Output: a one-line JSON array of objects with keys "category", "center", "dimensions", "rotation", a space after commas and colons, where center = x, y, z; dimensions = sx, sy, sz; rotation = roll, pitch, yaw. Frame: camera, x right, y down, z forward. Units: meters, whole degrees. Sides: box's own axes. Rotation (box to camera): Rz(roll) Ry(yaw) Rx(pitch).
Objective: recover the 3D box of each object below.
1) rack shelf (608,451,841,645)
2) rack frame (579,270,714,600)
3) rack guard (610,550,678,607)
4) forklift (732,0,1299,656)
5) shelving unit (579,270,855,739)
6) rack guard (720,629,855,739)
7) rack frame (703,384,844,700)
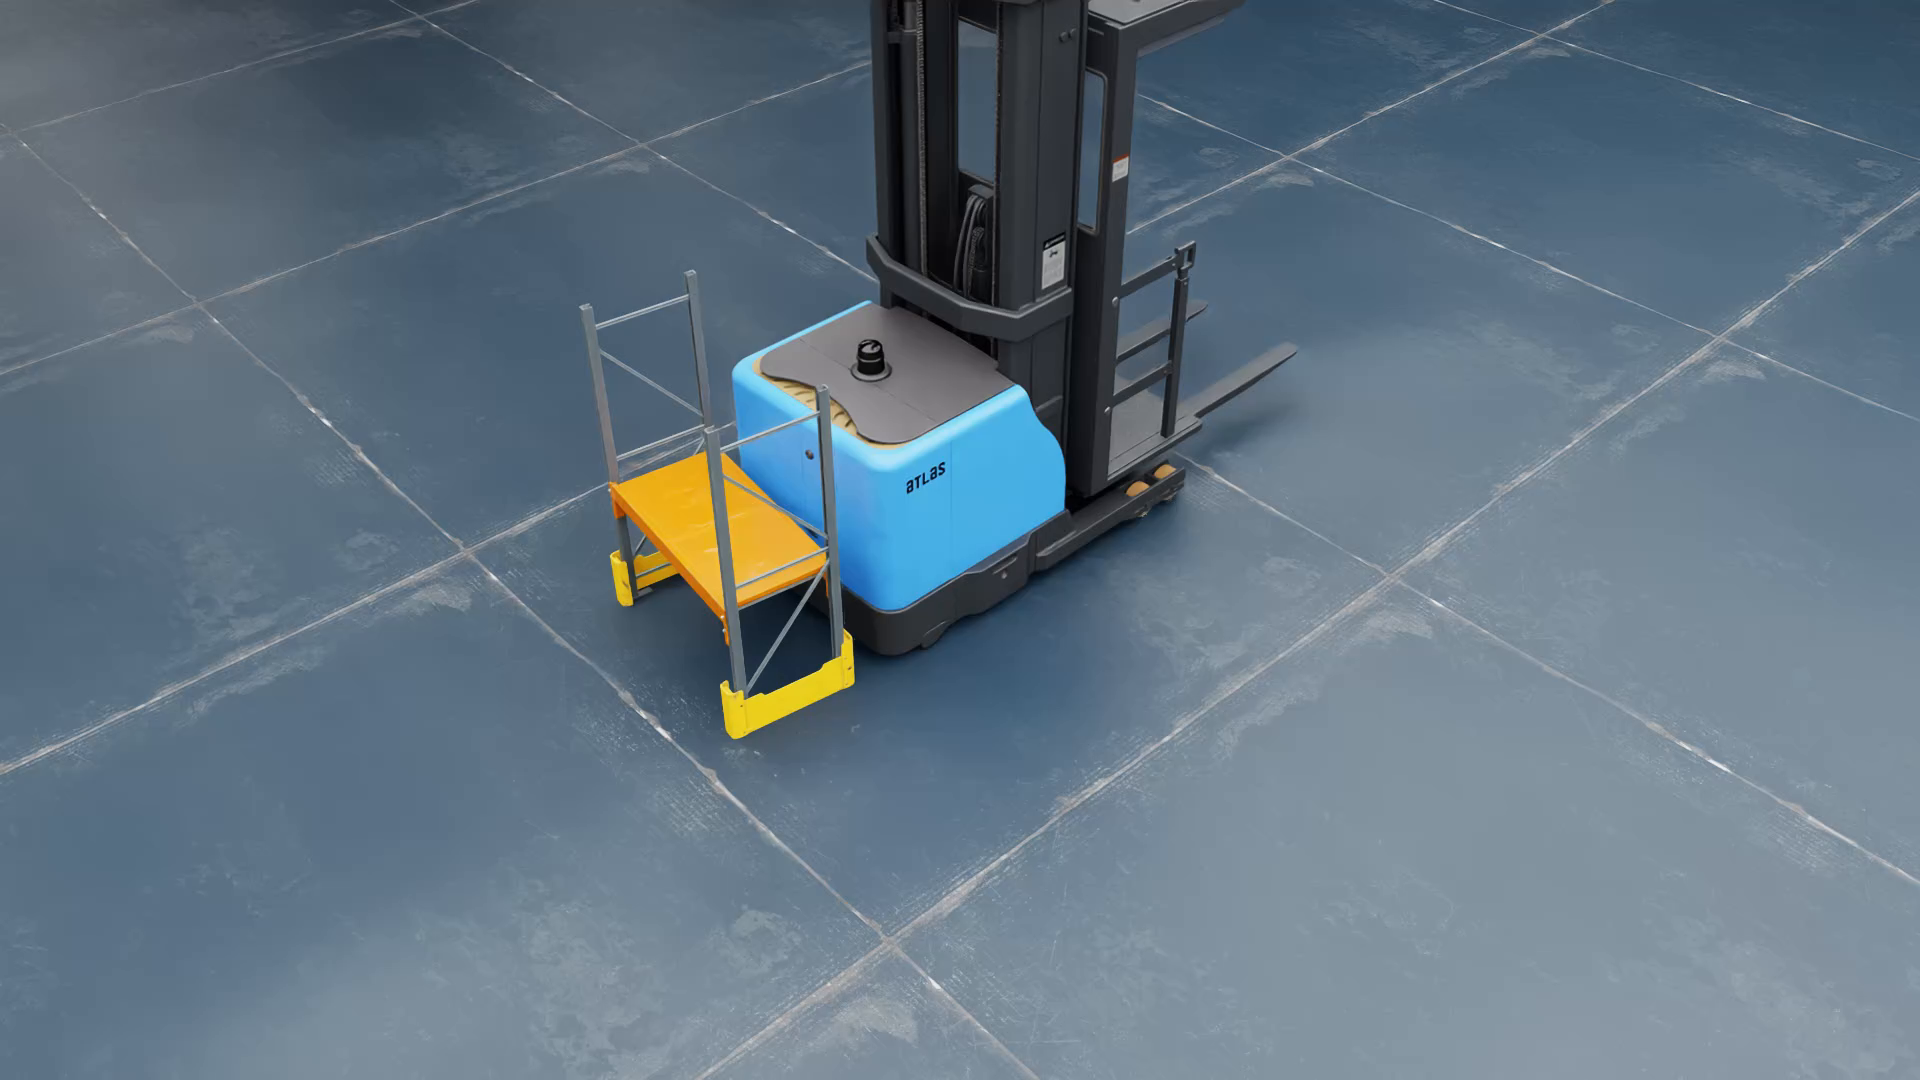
[{"category": "rack shelf", "center": [-0.981, -0.009, 6.853], "dimensions": [0.538, 0.185, 1.000], "rotation": [-24, 45, -27]}, {"category": "rack frame", "center": [-1.274, -0.410, 7.064], "dimensions": [0.500, 1.500, 0.032], "rotation": [-24, 45, -27]}, {"category": "rack guard", "center": [-1.273, 0.077, 7.456], "dimensions": [0.587, 0.250, 0.087], "rotation": [-24, 45, -27]}, {"category": "forklift", "center": [0.439, -1.463, 7.228], "dimensions": [3.031, 2.935, 1.130], "rotation": [-31, 48, -33]}, {"category": "shelving unit", "center": [-0.987, -0.153, 6.746], "dimensions": [0.587, 1.500, 1.083], "rotation": [-24, 45, -27]}, {"category": "rack guard", "center": [-0.700, 0.589, 6.822], "dimensions": [0.587, 0.250, 0.087], "rotation": [-24, 45, -27]}, {"category": "rack frame", "center": [-0.689, 0.113, 6.417], "dimensions": [0.500, 1.500, 0.032], "rotation": [-24, 45, -27]}]
